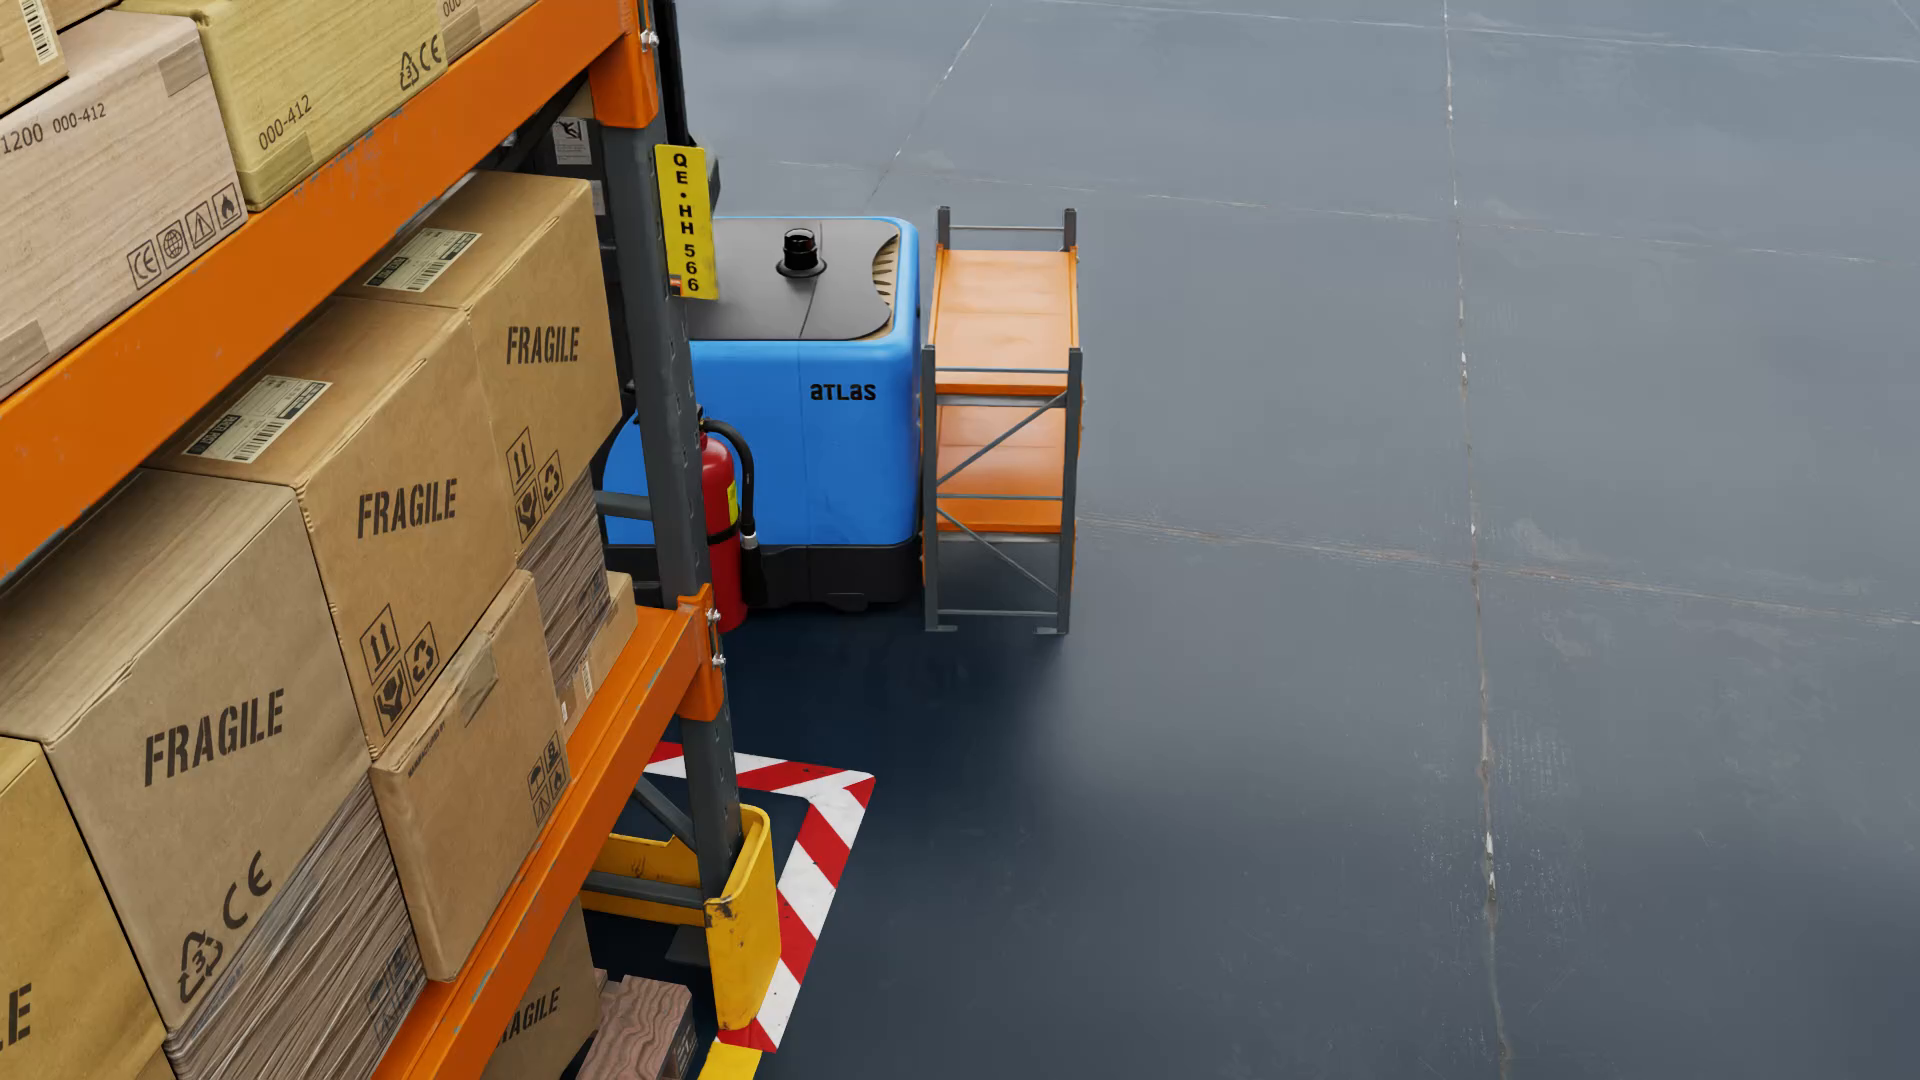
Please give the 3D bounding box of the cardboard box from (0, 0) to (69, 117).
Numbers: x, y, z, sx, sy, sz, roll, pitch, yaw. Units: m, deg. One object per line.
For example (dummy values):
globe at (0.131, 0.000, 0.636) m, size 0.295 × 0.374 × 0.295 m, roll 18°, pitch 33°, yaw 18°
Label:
cardboard box at (-1.119, -0.484, 1.594) m, size 0.380 × 0.149 × 0.250 m, roll 6°, pitch 36°, yaw 8°

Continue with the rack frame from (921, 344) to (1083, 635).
rack frame at (0.130, -0.139, 5.483) m, size 0.500 × 1.125 × 0.032 m, roll 1°, pitch 36°, yaw 2°

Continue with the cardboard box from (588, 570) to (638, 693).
cardboard box at (-0.939, 0.179, 3.661) m, size 0.380 × 0.149 × 0.250 m, roll 7°, pitch 37°, yaw 10°

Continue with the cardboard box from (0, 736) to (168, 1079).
cardboard box at (-1.281, 0.528, 1.775) m, size 0.500 × 0.500 × 0.500 m, roll 7°, pitch 37°, yaw 10°

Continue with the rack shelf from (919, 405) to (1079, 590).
rack shelf at (0.150, -0.239, 6.038) m, size 0.538 × 0.278 × 1.000 m, roll 1°, pitch 36°, yaw 2°

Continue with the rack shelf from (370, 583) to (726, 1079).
rack shelf at (-1.507, 1.326, 2.478) m, size 1.077 × 0.370 × 4.000 m, roll 7°, pitch 37°, yaw 10°

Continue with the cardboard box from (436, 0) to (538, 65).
cardboard box at (-0.934, -0.958, 2.587) m, size 0.500 × 0.250 × 0.500 m, roll 8°, pitch 37°, yaw 11°

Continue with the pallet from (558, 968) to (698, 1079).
pallet at (-1.304, 1.522, 3.970) m, size 1.003 × 0.211 × 1.213 m, roll 7°, pitch 37°, yaw 10°

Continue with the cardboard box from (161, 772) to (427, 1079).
cardboard box at (-1.362, 0.622, 2.497) m, size 0.875 × 0.500 × 0.500 m, roll 7°, pitch 37°, yaw 10°

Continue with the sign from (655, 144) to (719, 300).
sign at (-0.541, -0.628, 3.304) m, size 0.100 × 0.325 × 0.005 m, roll 7°, pitch 37°, yaw 10°

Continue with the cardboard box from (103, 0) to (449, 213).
cardboard box at (-1.038, -0.671, 2.192) m, size 0.500 × 0.250 × 0.500 m, roll 8°, pitch 37°, yaw 10°

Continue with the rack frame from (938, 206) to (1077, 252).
rack frame at (0.170, -0.735, 6.306) m, size 0.500 × 1.125 × 0.032 m, roll 1°, pitch 36°, yaw 2°

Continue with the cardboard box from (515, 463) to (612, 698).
cardboard box at (-1.224, 0.039, 3.302) m, size 0.875 × 0.500 × 0.500 m, roll 7°, pitch 37°, yaw 10°

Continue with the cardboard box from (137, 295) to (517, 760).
cardboard box at (-1.057, -0.044, 2.564) m, size 0.500 × 0.500 × 0.500 m, roll 7°, pitch 37°, yaw 10°

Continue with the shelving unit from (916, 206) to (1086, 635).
shelving unit at (0.150, -0.437, 5.894) m, size 0.538 × 1.125 × 1.048 m, roll 1°, pitch 36°, yaw 2°

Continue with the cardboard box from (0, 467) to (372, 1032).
cardboard box at (-1.166, 0.242, 2.169) m, size 0.500 × 0.500 × 0.500 m, roll 7°, pitch 37°, yaw 10°

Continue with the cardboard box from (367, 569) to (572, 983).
cardboard box at (-1.213, 0.340, 2.885) m, size 0.875 × 0.500 × 0.500 m, roll 7°, pitch 37°, yaw 10°

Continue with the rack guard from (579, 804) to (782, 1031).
rack guard at (-1.096, 0.944, 4.522) m, size 1.175 × 0.500 × 0.348 m, roll 7°, pitch 37°, yaw 10°

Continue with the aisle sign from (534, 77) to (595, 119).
aisle sign at (-0.773, -1.163, 3.083) m, size 0.394 × 0.787 × 0.004 m, roll 7°, pitch 37°, yaw 10°

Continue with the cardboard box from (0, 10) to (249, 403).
cardboard box at (-1.156, -0.378, 1.788) m, size 0.500 × 0.250 × 0.500 m, roll 8°, pitch 37°, yaw 11°

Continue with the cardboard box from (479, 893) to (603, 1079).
cardboard box at (-1.229, 1.086, 3.968) m, size 0.500 × 0.500 × 0.500 m, roll 14°, pitch 38°, yaw 19°

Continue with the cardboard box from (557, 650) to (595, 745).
cardboard box at (-0.993, 0.322, 3.464) m, size 0.380 × 0.149 × 0.250 m, roll 7°, pitch 37°, yaw 10°

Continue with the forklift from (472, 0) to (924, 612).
forklift at (-1.655, -1.221, 5.437) m, size 3.031 × 2.935 × 1.130 m, roll 0°, pitch 36°, yaw 0°

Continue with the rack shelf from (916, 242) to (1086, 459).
rack shelf at (0.150, -0.674, 5.723) m, size 0.538 × 0.278 × 1.000 m, roll 1°, pitch 36°, yaw 2°

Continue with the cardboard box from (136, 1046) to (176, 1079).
cardboard box at (-1.481, 0.907, 2.104) m, size 0.875 × 0.500 × 0.500 m, roll 7°, pitch 37°, yaw 10°

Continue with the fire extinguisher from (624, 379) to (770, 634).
fire extinguisher at (-0.605, -0.089, 3.882) m, size 0.296 × 0.674 × 0.183 m, roll 7°, pitch 37°, yaw 10°

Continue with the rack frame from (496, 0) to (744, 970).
rack frame at (-1.079, -0.112, 3.849) m, size 1.000 × 3.000 × 0.127 m, roll 7°, pitch 37°, yaw 10°

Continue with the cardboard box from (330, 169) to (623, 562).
cardboard box at (-0.955, -0.332, 2.961) m, size 0.500 × 0.500 × 0.500 m, roll 7°, pitch 37°, yaw 10°

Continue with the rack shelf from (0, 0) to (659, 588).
rack shelf at (-1.507, 0.111, 1.598) m, size 1.077 × 0.370 × 4.000 m, roll 7°, pitch 37°, yaw 10°
